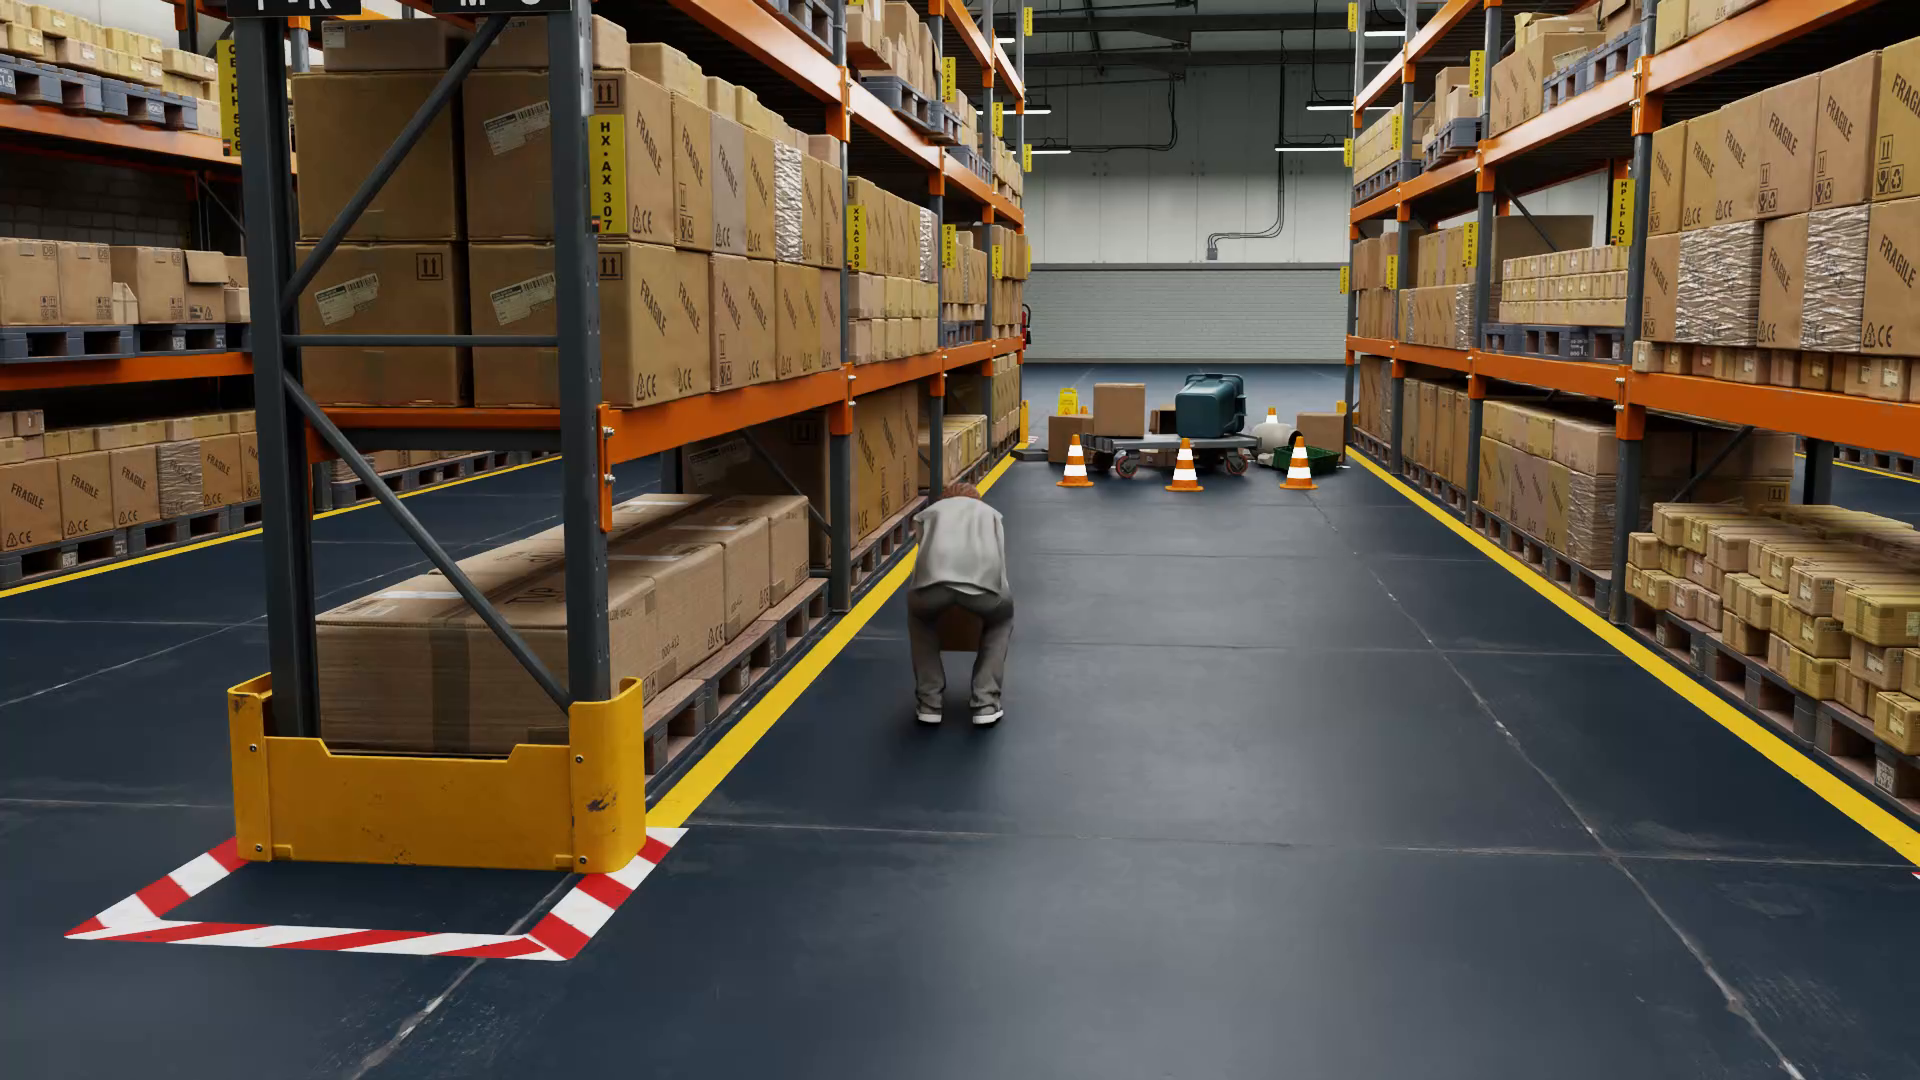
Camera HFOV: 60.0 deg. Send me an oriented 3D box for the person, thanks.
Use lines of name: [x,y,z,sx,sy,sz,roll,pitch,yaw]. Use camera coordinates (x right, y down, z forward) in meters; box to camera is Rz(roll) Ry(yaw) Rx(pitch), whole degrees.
person: [0.000,0.251,6.618,0.430,0.891,0.851,1,8,4]
